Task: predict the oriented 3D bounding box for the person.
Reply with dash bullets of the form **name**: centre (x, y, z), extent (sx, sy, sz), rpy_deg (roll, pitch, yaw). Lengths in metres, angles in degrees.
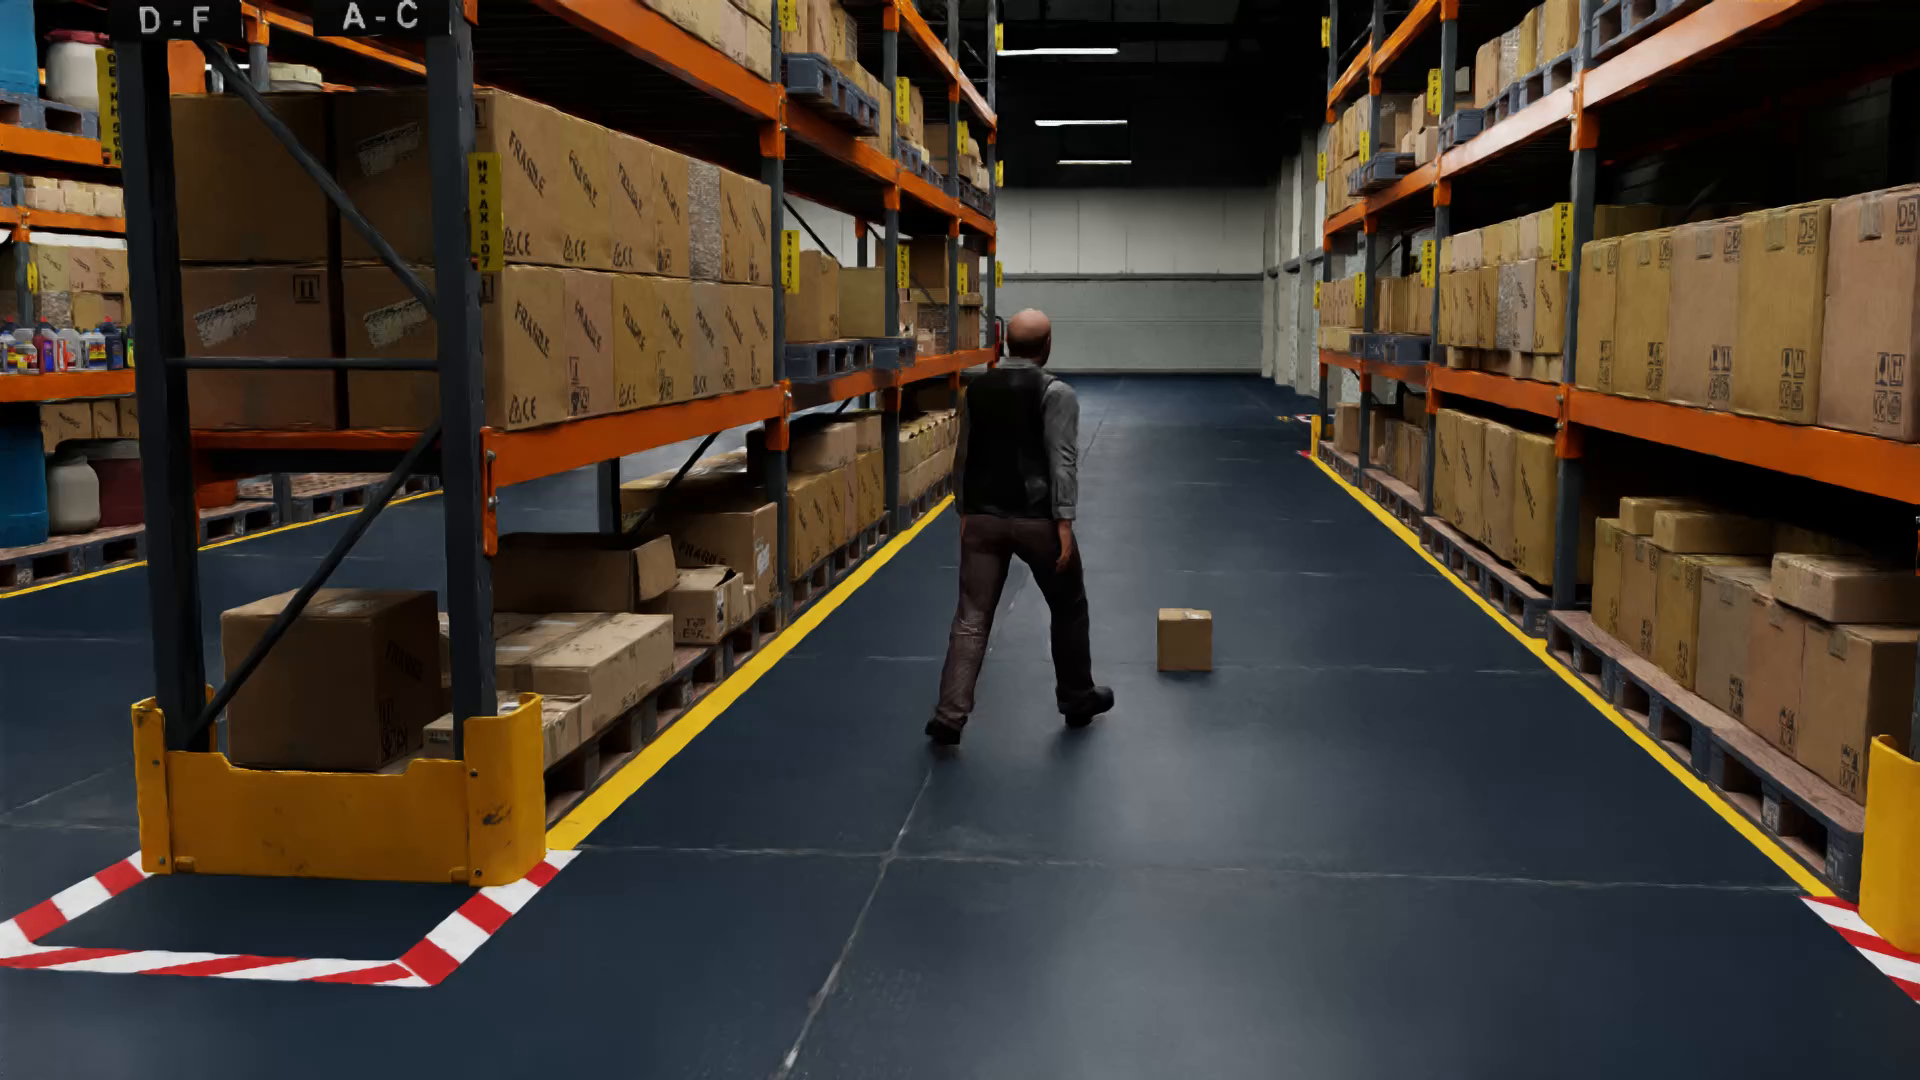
- **person**: centre (0.227, -0.060, 6.531), extent (0.578, 1.679, 0.965), rpy_deg (4, 8, 27)
